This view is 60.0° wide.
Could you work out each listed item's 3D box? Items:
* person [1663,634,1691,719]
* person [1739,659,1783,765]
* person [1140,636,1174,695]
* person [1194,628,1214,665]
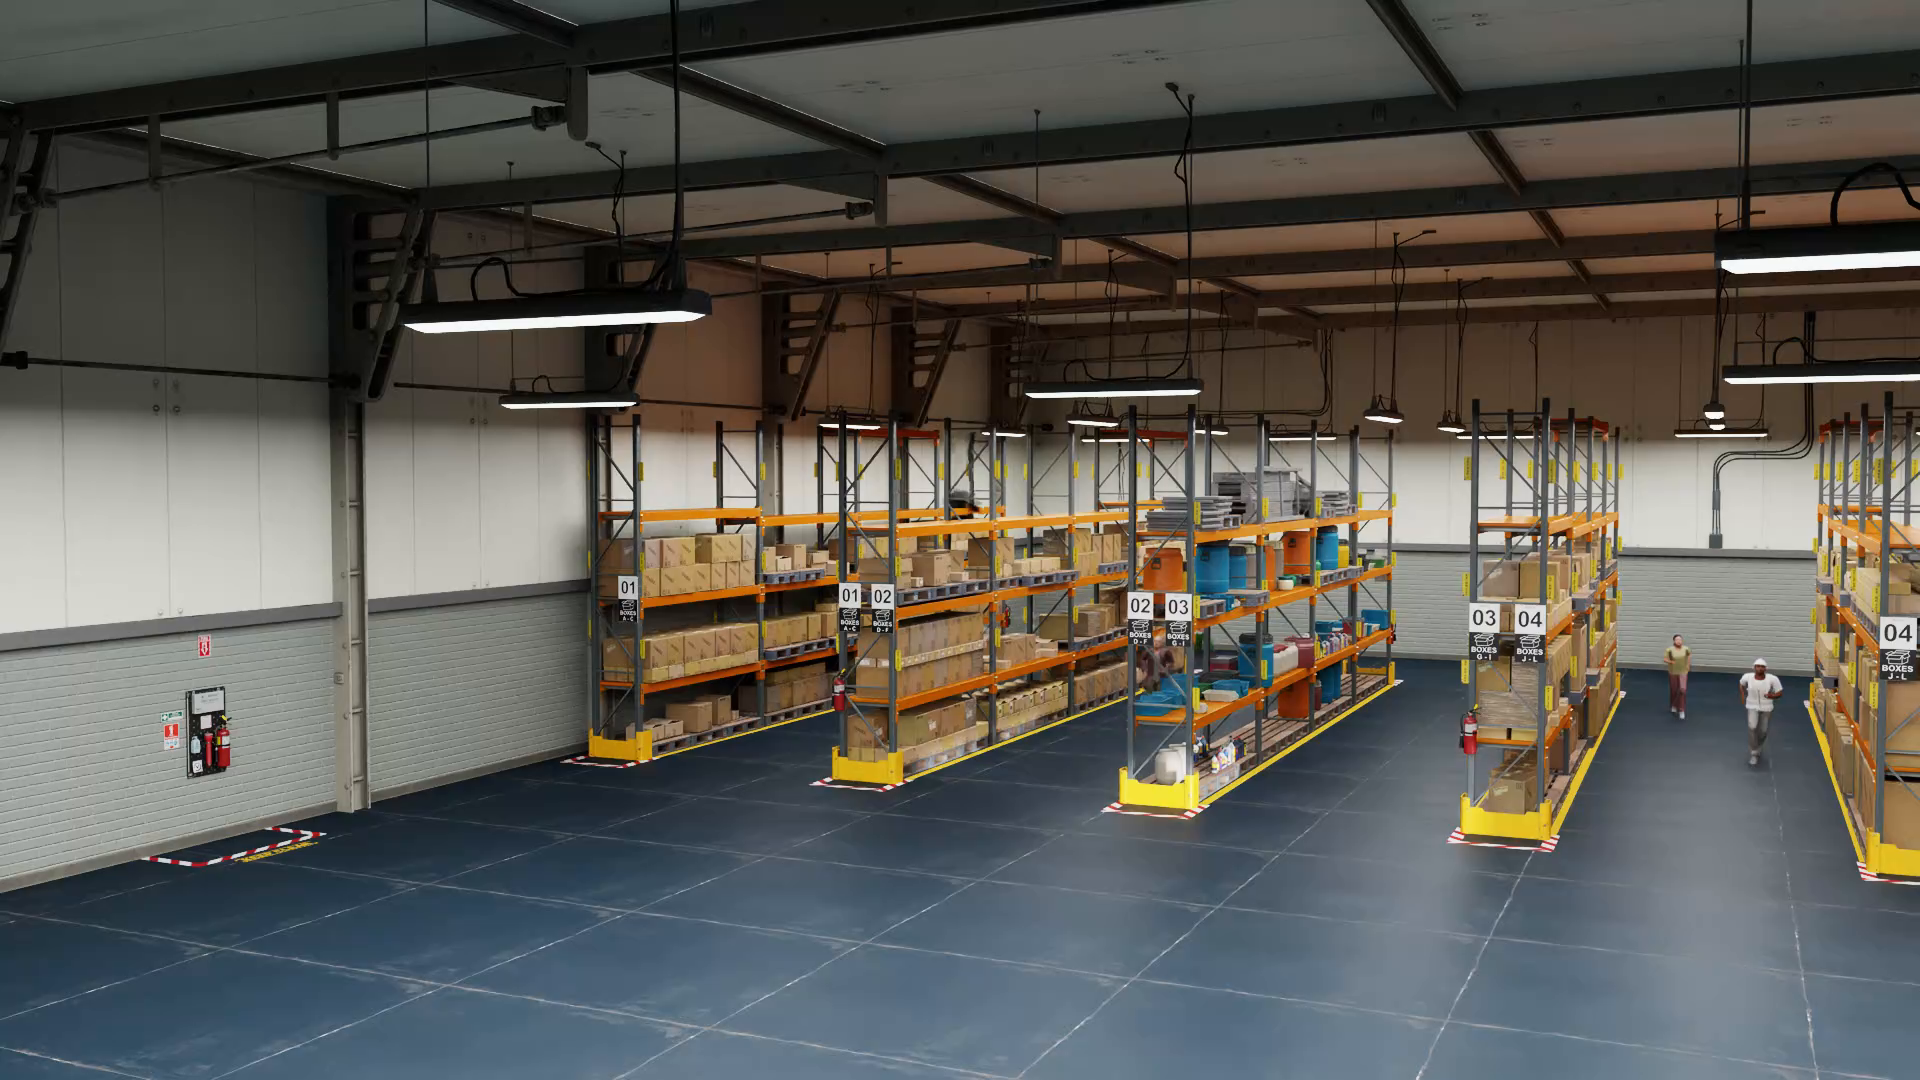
[{"bbox_3d":[14.665,2.760,34.018,0.529,1.696,0.887,1,3,22],"label":"person"},{"bbox_3d":[13.845,2.952,28.739,0.661,1.811,1.026,1,3,21],"label":"person"},{"bbox_3d":[3.886,2.771,32.937,0.696,1.736,0.701,1,2,14],"label":"person"},{"bbox_3d":[6.085,2.373,42.089,0.686,1.812,0.904,-2,3,-38],"label":"person"}]
